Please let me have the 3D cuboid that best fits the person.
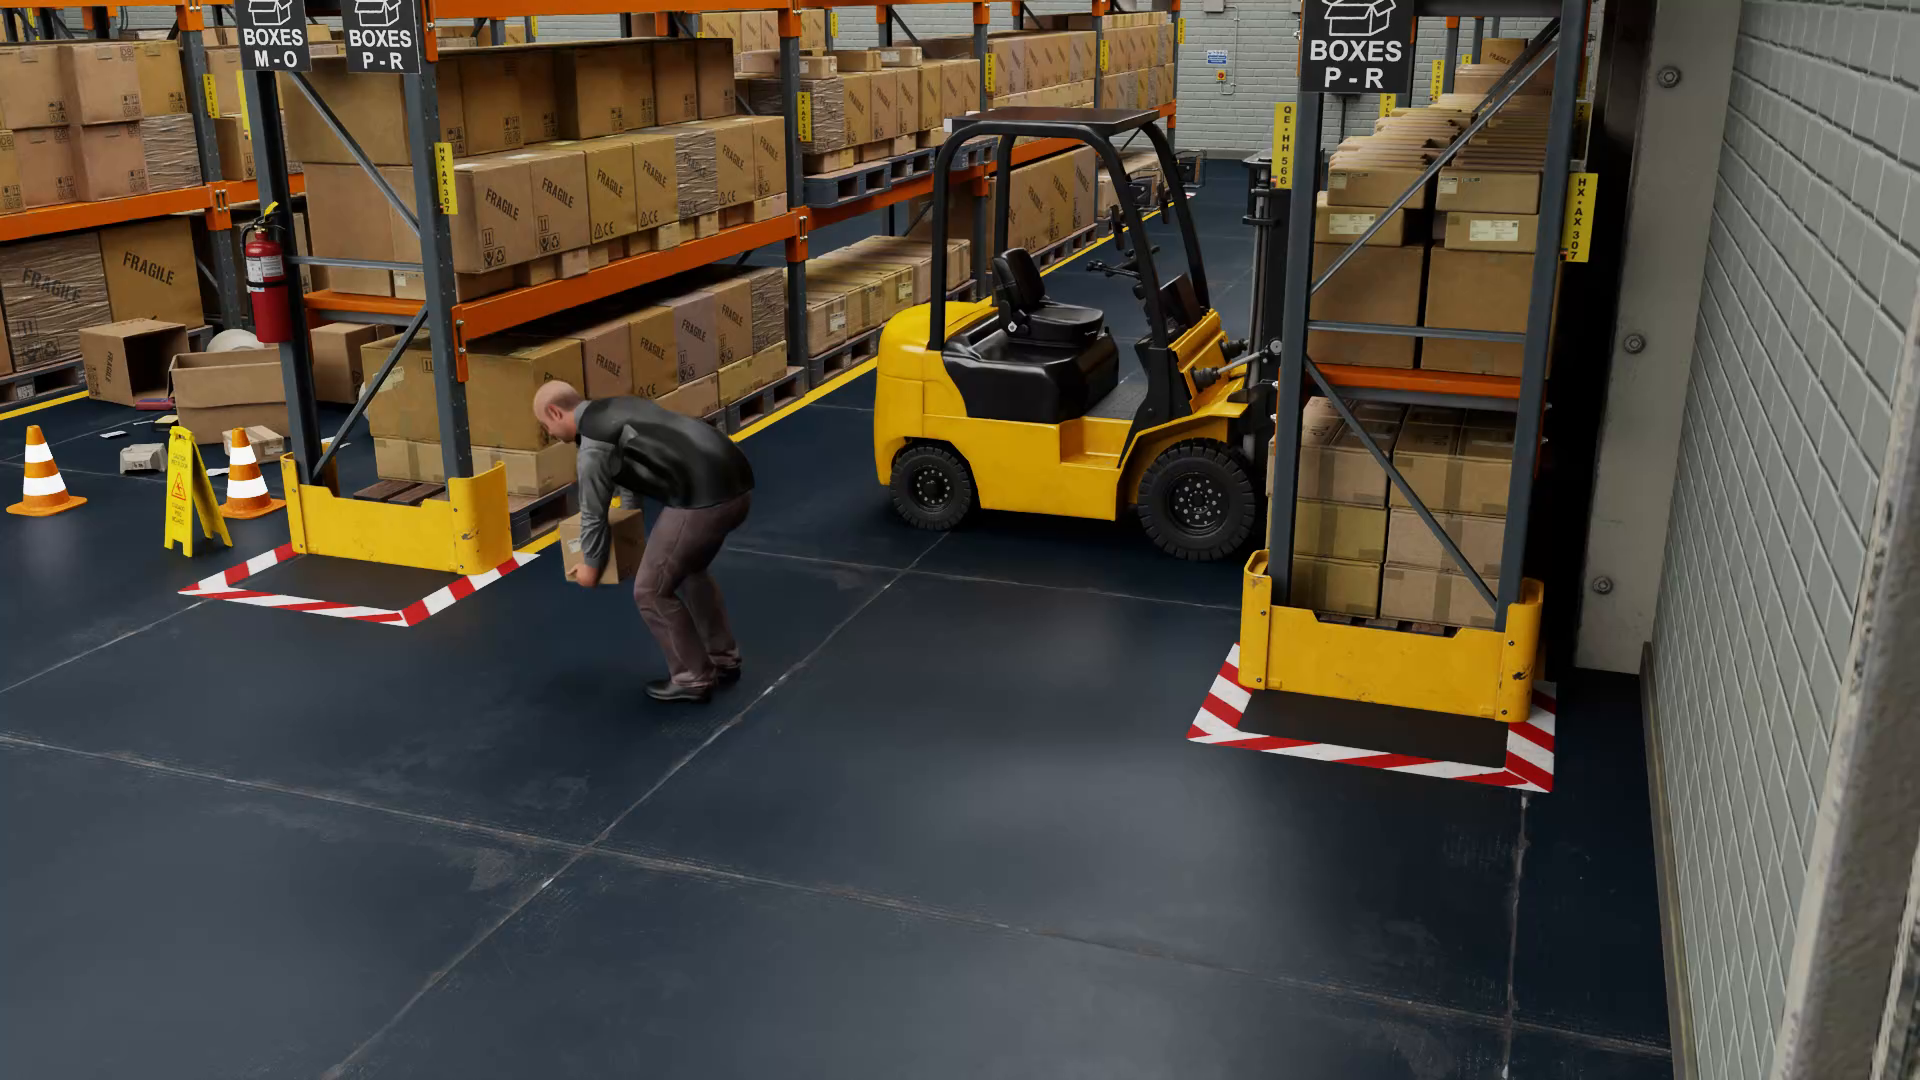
[{"bbox_3d":[-1.291,-0.007,6.826,0.908,1.276,0.475,6,19,16],"label":"person"}]
